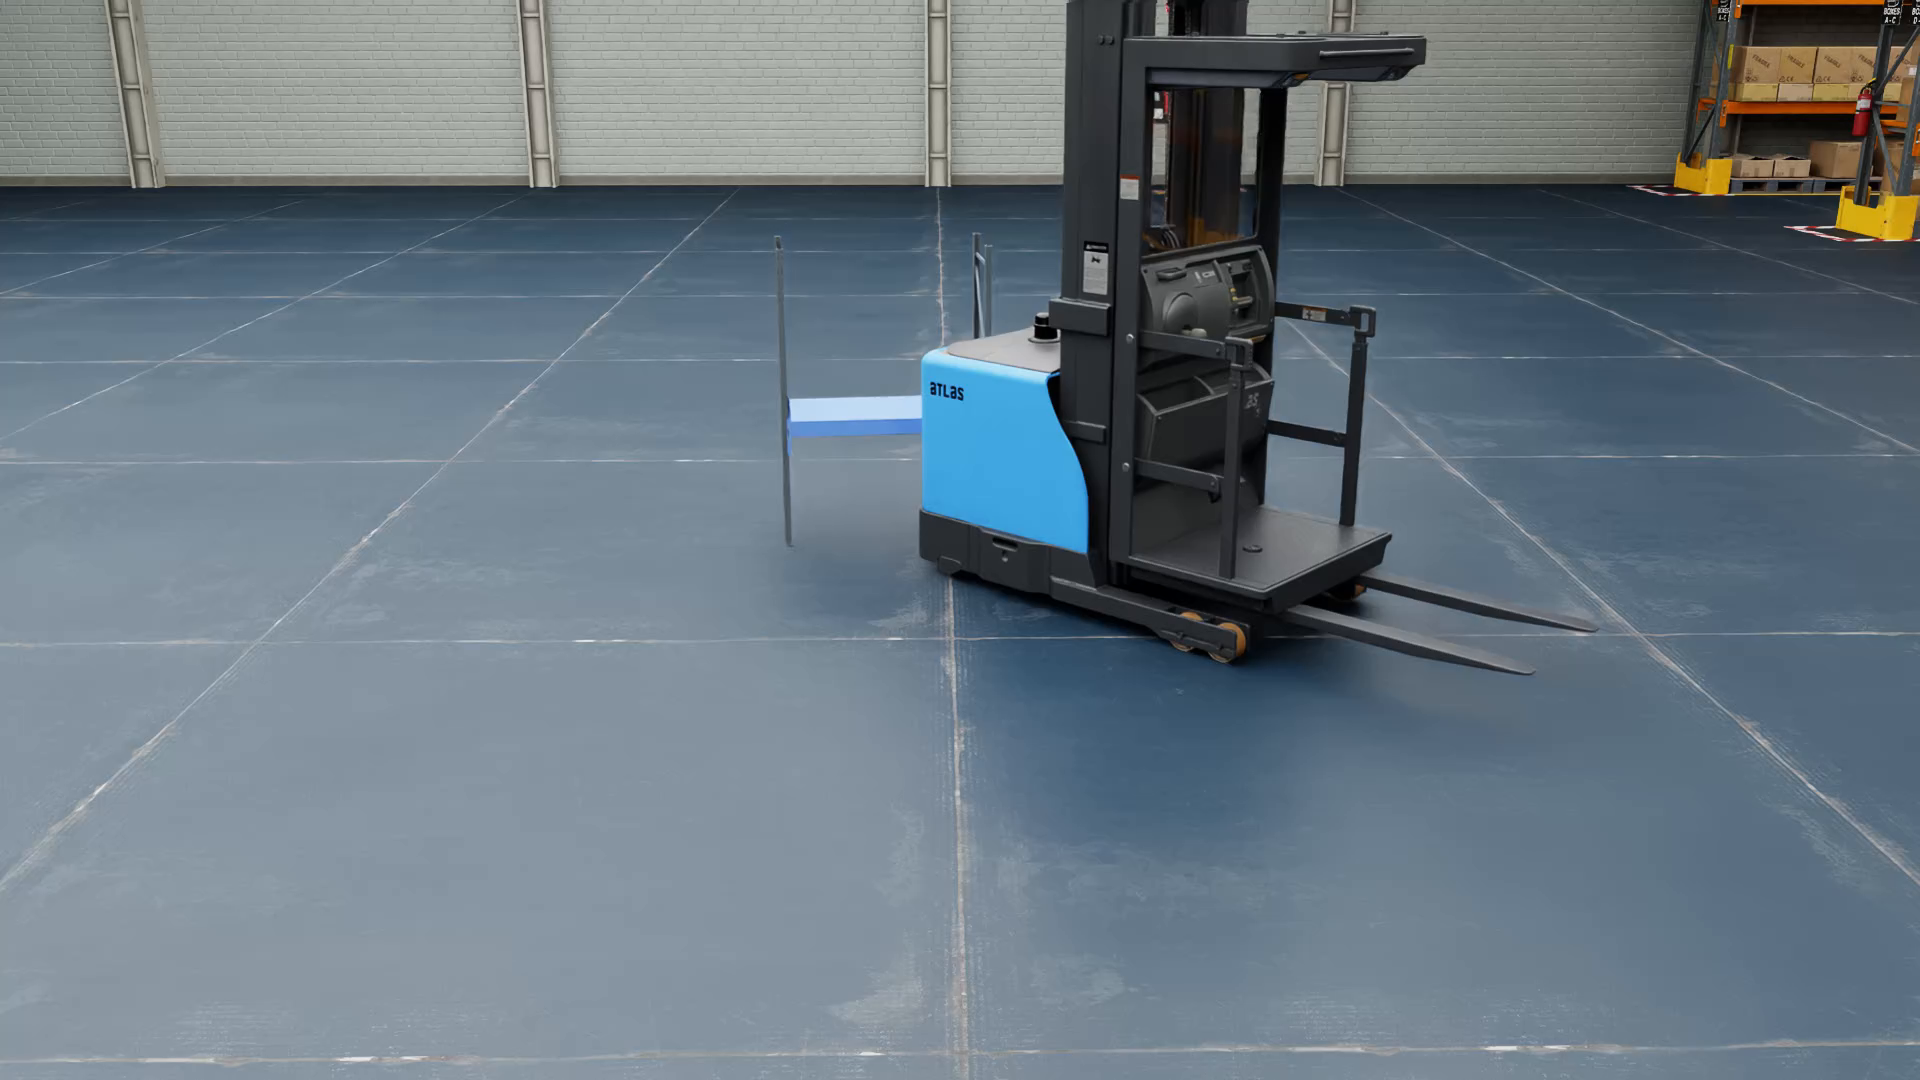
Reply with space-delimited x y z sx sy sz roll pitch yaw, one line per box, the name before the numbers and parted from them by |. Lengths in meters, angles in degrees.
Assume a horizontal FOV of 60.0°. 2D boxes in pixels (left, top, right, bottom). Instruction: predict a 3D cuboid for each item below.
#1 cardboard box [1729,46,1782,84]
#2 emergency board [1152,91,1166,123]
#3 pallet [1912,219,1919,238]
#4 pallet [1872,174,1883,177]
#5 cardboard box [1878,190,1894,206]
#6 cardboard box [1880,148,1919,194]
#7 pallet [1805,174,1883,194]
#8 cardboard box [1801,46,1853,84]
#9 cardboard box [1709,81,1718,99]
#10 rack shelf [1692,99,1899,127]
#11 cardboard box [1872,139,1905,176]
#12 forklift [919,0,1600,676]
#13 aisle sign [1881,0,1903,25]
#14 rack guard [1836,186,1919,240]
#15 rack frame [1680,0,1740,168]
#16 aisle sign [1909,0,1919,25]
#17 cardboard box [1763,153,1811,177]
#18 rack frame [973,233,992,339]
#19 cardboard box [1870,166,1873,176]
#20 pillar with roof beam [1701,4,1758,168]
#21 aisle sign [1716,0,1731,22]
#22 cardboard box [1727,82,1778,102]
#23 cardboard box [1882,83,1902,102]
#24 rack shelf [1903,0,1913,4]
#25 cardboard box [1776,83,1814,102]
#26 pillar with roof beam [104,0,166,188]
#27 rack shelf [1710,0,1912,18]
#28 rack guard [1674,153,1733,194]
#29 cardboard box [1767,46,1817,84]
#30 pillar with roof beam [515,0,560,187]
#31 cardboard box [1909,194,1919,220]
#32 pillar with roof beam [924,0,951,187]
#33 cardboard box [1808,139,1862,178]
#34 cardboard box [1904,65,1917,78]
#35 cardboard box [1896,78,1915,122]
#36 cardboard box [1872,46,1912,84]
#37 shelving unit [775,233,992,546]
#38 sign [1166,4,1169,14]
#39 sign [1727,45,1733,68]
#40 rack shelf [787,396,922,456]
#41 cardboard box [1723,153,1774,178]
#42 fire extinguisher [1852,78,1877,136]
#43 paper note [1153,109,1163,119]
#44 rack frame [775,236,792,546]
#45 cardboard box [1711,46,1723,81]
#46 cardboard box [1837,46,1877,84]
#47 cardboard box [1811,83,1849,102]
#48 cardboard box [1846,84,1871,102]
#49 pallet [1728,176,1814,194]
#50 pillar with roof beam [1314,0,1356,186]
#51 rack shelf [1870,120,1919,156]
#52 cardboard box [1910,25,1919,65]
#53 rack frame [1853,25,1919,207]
cardboard box | 11.460 -6.856 23.994 0.500 0.500 0.500 0 18 -1
emergency board | 3.193 -6.889 25.111 0.643 1.169 0.194 0 18 -1
pallet | 11.823 -3.826 20.129 1.213 0.211 1.003 0 18 -1
pallet | 14.306 -5.328 24.810 1.213 0.211 1.003 0 18 -1
cardboard box | 11.591 -4.121 20.297 0.500 0.250 0.500 0 18 -1
cardboard box | 11.591 -4.479 20.184 0.500 0.500 0.500 0 18 -1
pallet | 13.083 -5.321 24.789 1.213 0.211 1.003 0 18 -1
cardboard box | 12.471 -6.856 23.994 0.500 0.500 0.500 -1 18 -3
cardboard box | 11.442 -6.650 24.580 0.500 0.250 0.500 0 18 0
rack shelf | 12.977 -6.317 24.508 4.000 0.370 1.077 0 18 -1
cardboard box | 13.940 -5.672 24.689 0.500 0.500 0.500 -2 18 -5
forklift | 1.237 -1.063 7.064 3.031 2.935 1.130 15 23 39
aisle sign | 10.989 -6.465 19.533 0.004 0.787 0.394 0 18 -1
rack guard | 11.036 -3.947 20.033 0.348 0.500 1.175 0 18 -1
rack frame | 10.978 -6.650 24.368 0.127 3.000 1.000 0 18 -1
aisle sign | 10.999 -6.281 18.962 0.004 0.787 0.394 0 18 -1
cardboard box | 12.241 -5.558 24.645 0.500 0.311 0.500 1 18 4
rack frame | 0.111 -0.795 8.570 0.032 1.500 0.500 -2 18 -6
cardboard box | 13.378 -5.520 24.791 0.250 0.149 0.380 -2 18 -5
pillar with roof beam | 11.732 -8.460 20.187 0.400 9.000 9.100 0 18 -1
aisle sign | 10.910 -7.796 23.684 0.004 0.787 0.394 0 18 -1
cardboard box | 11.471 -6.494 24.093 0.500 0.250 0.500 -1 18 -2
cardboard box | 13.507 -6.506 24.131 0.500 0.250 0.500 0 18 -1
rack shelf | 13.059 -6.233 19.334 4.000 0.370 1.077 0 18 -1
cardboard box | 11.989 -6.501 24.114 0.500 0.250 0.500 -1 18 -3
pillar with roof beam | -12.265 -8.344 19.826 0.400 9.000 9.100 0 18 -1
rack shelf | 12.977 -7.746 24.050 4.000 0.370 1.077 0 18 -1
rack guard | 11.054 -5.460 24.751 0.348 0.500 1.175 0 18 -1
cardboard box | 11.954 -6.855 23.992 0.500 0.500 0.500 0 18 -1
pillar with roof beam | -6.266 -8.373 19.917 0.400 9.000 9.100 0 18 -1
cardboard box | 11.599 -3.963 19.804 0.500 0.250 0.500 0 18 -1
pillar with roof beam | -0.267 -8.402 20.007 0.400 9.000 9.100 0 18 -1
cardboard box | 12.975 -5.636 24.579 0.500 0.500 0.700 -1 18 -4
cardboard box | 11.439 -5.554 19.725 0.250 0.149 0.380 -1 18 -2
cardboard box | 11.526 -5.183 19.631 0.500 0.500 0.700 0 18 -1
cardboard box | 13.507 -6.865 24.022 0.500 0.500 0.500 -1 18 -2
shelving unit | -0.393 -0.776 8.513 1.048 1.500 0.538 -2 18 -6
sign | 3.183 -8.023 24.852 0.199 0.298 0.001 0 18 -1
sign | 10.986 -6.897 23.719 0.005 0.325 0.100 0 18 -1
rack shelf | -0.393 -0.605 8.568 1.000 0.185 0.538 -2 18 -6
cardboard box | 11.671 -5.555 24.636 0.500 0.311 0.500 -2 18 -7
fire extinguisher | 10.934 -5.242 20.104 0.183 0.674 0.296 0 18 -1
paper note | 3.015 -6.489 25.309 0.142 0.148 0.016 0 18 -1
rack frame | -0.898 -0.758 8.456 0.032 1.500 0.500 -2 18 -6
cardboard box | 11.446 -7.013 24.483 0.500 0.500 0.500 0 18 -1
cardboard box | 12.987 -6.862 24.013 0.500 0.500 0.500 0 18 1
cardboard box | 12.499 -6.501 24.116 0.500 0.250 0.500 -1 18 -2
cardboard box | 13.004 -6.503 24.122 0.500 0.250 0.500 0 18 0
pallet | 11.866 -5.316 24.774 1.213 0.211 1.003 0 18 -1
pillar with roof beam | 5.733 -8.431 20.097 0.400 9.000 9.100 0 18 -1
rack shelf | 13.059 -4.804 19.792 4.000 0.370 1.077 0 18 -1
cardboard box | 11.579 -5.801 19.434 0.500 0.500 0.700 0 18 -1
rack frame | 11.060 -5.137 19.652 0.127 3.000 1.000 0 18 -1
